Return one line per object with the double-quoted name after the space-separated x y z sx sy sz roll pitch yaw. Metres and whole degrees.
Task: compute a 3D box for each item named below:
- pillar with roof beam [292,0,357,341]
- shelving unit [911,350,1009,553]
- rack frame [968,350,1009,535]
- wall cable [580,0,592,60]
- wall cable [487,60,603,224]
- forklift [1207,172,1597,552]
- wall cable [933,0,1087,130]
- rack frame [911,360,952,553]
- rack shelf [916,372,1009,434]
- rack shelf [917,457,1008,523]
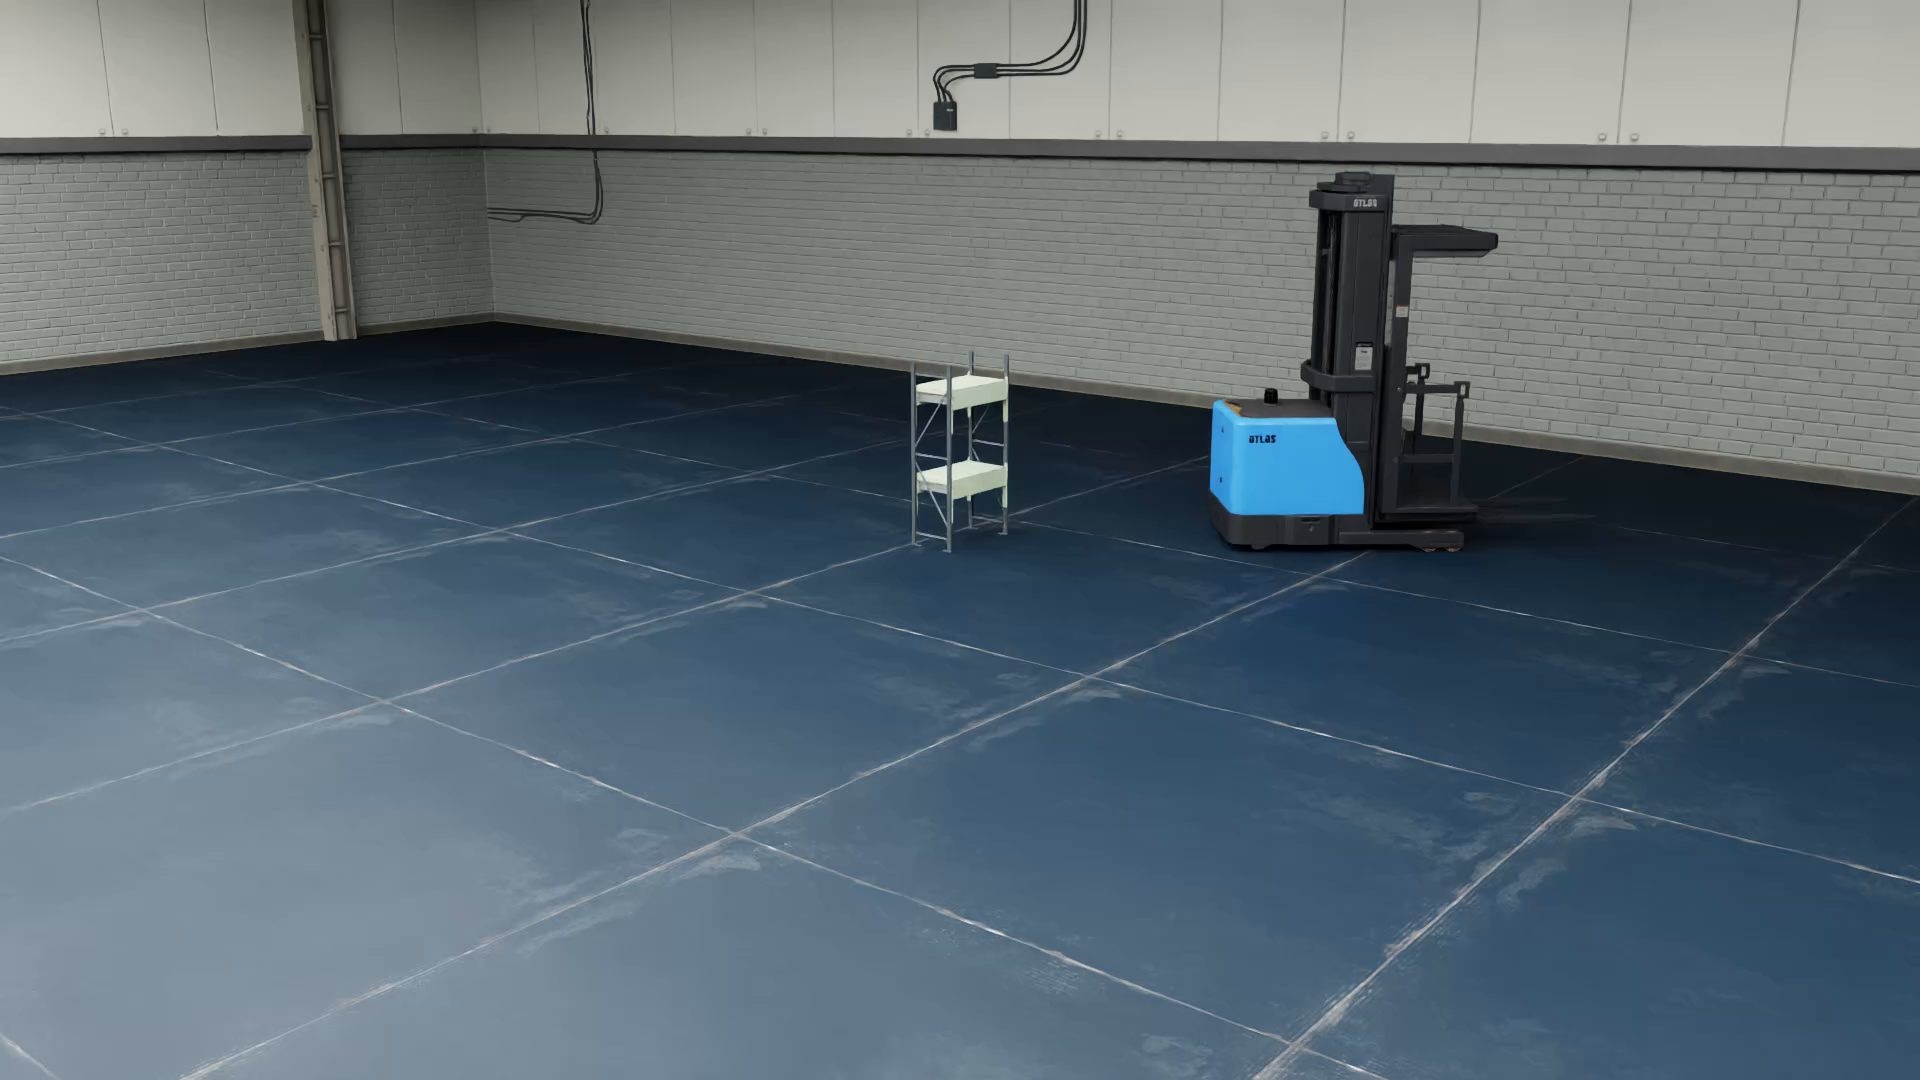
-6.329 -6.833 22.244 9.100 9.000 0.400 11 18 38 "pillar with roof beam"
0.004 -0.728 13.443 0.431 1.500 0.755 11 18 38 "shelving unit"
0.234 -0.798 13.719 0.400 1.500 0.023 11 18 38 "rack frame"
-4.693 -8.383 24.395 3.097 2.526 0.112 11 18 38 "wall cable"
-6.797 -6.354 26.664 3.097 2.526 0.112 11 18 38 "wall cable"
3.628 -1.457 13.404 3.031 2.935 1.130 -1 14 -2 "forklift"
0.577 -8.035 20.068 2.305 6.003 0.169 11 18 38 "wall cable"
-0.226 -0.658 13.167 0.400 1.500 0.023 11 18 38 "rack frame"
0.004 -1.106 13.347 0.431 0.370 0.720 11 18 38 "rack shelf"
0.004 -0.412 13.524 0.431 0.370 0.720 11 18 38 "rack shelf"
